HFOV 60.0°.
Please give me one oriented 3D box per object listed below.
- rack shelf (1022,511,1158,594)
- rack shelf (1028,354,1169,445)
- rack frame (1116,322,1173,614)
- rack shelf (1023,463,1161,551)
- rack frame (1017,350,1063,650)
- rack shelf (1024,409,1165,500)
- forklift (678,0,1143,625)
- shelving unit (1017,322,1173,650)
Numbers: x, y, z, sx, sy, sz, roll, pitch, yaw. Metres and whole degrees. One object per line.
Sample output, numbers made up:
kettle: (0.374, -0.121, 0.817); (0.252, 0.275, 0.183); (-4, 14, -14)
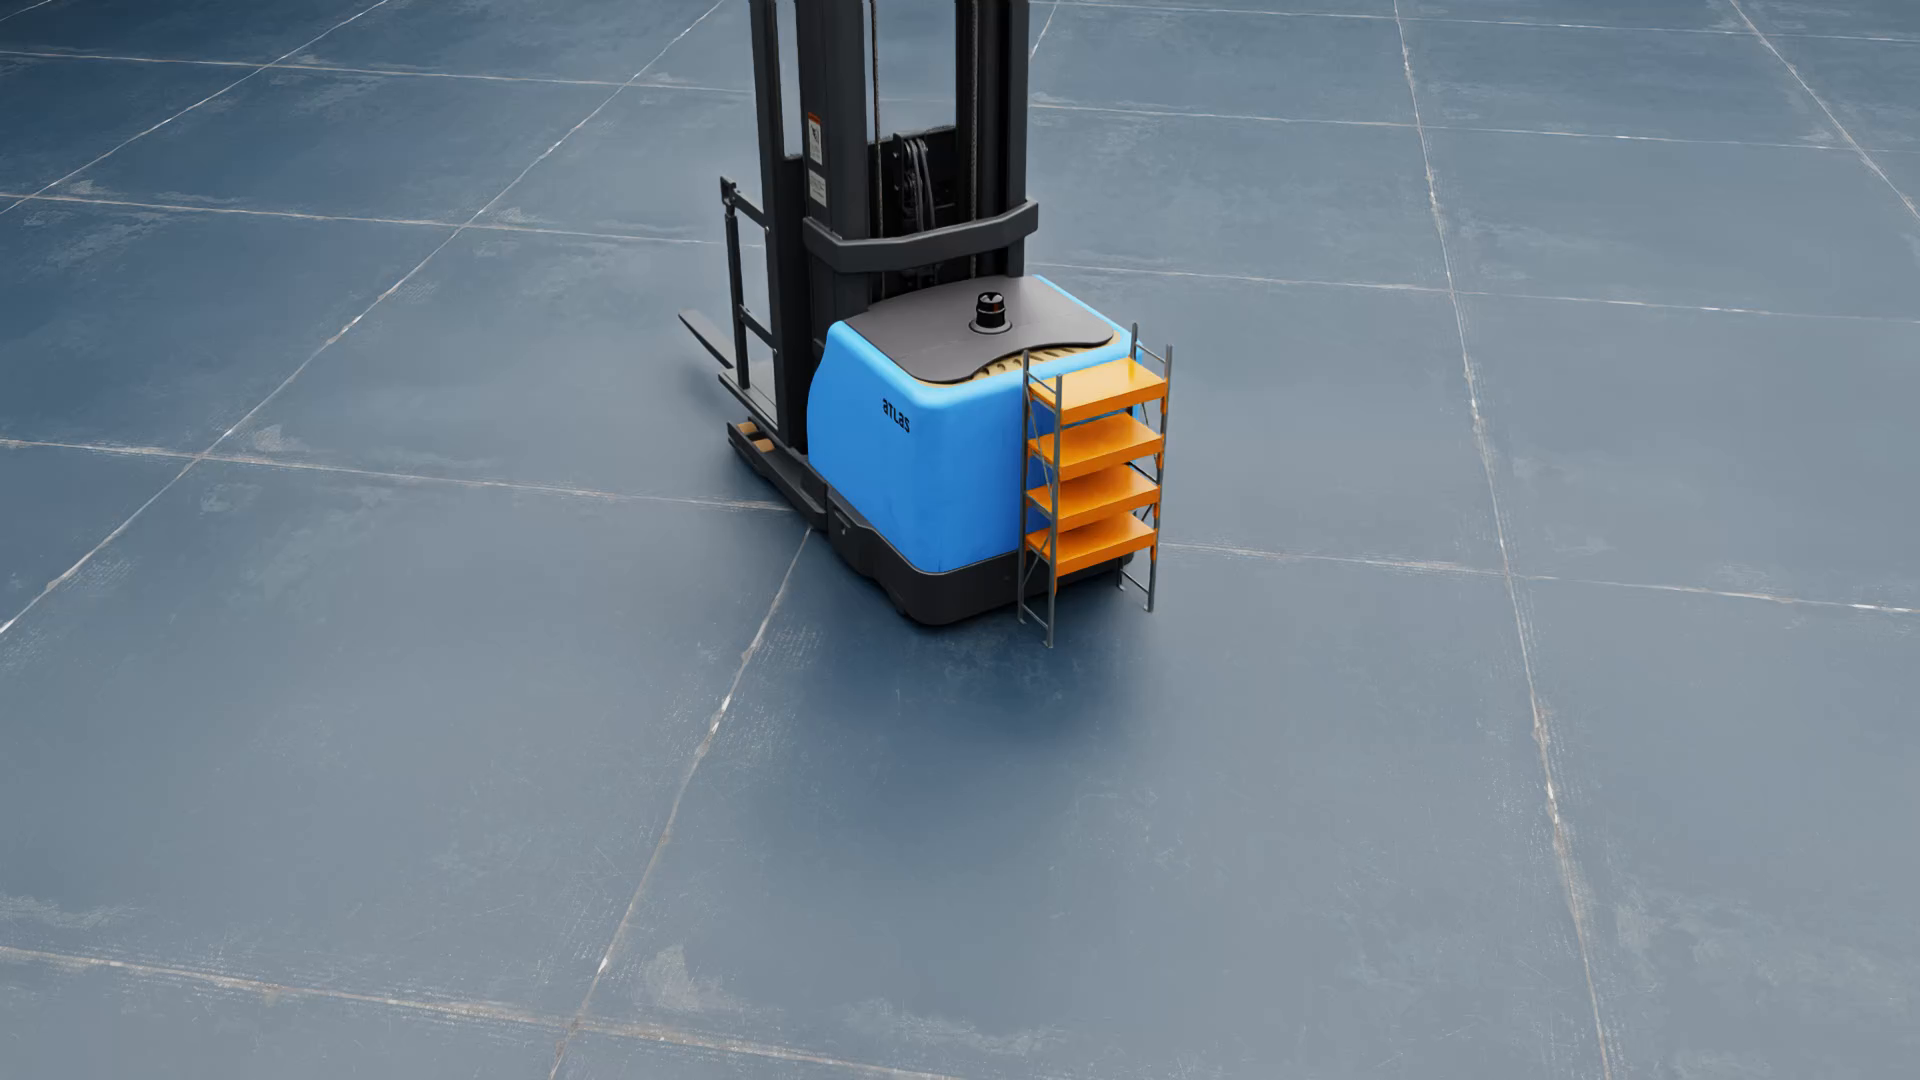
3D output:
rack shelf: (0.510, 0.027, 6.577); (0.480, 0.148, 0.258); (-17, 36, -26)
rack shelf: (0.510, -0.531, 6.227); (0.480, 0.148, 0.258); (-17, 36, -26)
rack frame: (0.720, -0.264, 6.541); (0.015, 1.200, 0.240); (-17, 36, -26)
rack shelf: (0.510, -0.141, 6.471); (0.480, 0.148, 0.258); (-17, 36, -26)
rack frame: (0.300, -0.132, 6.330); (0.015, 1.200, 0.240); (-17, 36, -26)
rack shelf: (0.510, -0.331, 6.353); (0.480, 0.148, 0.258); (-17, 36, -26)
forklift: (-0.440, -1.657, 7.135); (1.130, 2.935, 3.031); (-17, 36, -25)
shelving unit: (0.510, -0.198, 6.436); (0.503, 1.200, 0.258); (-17, 36, -26)
